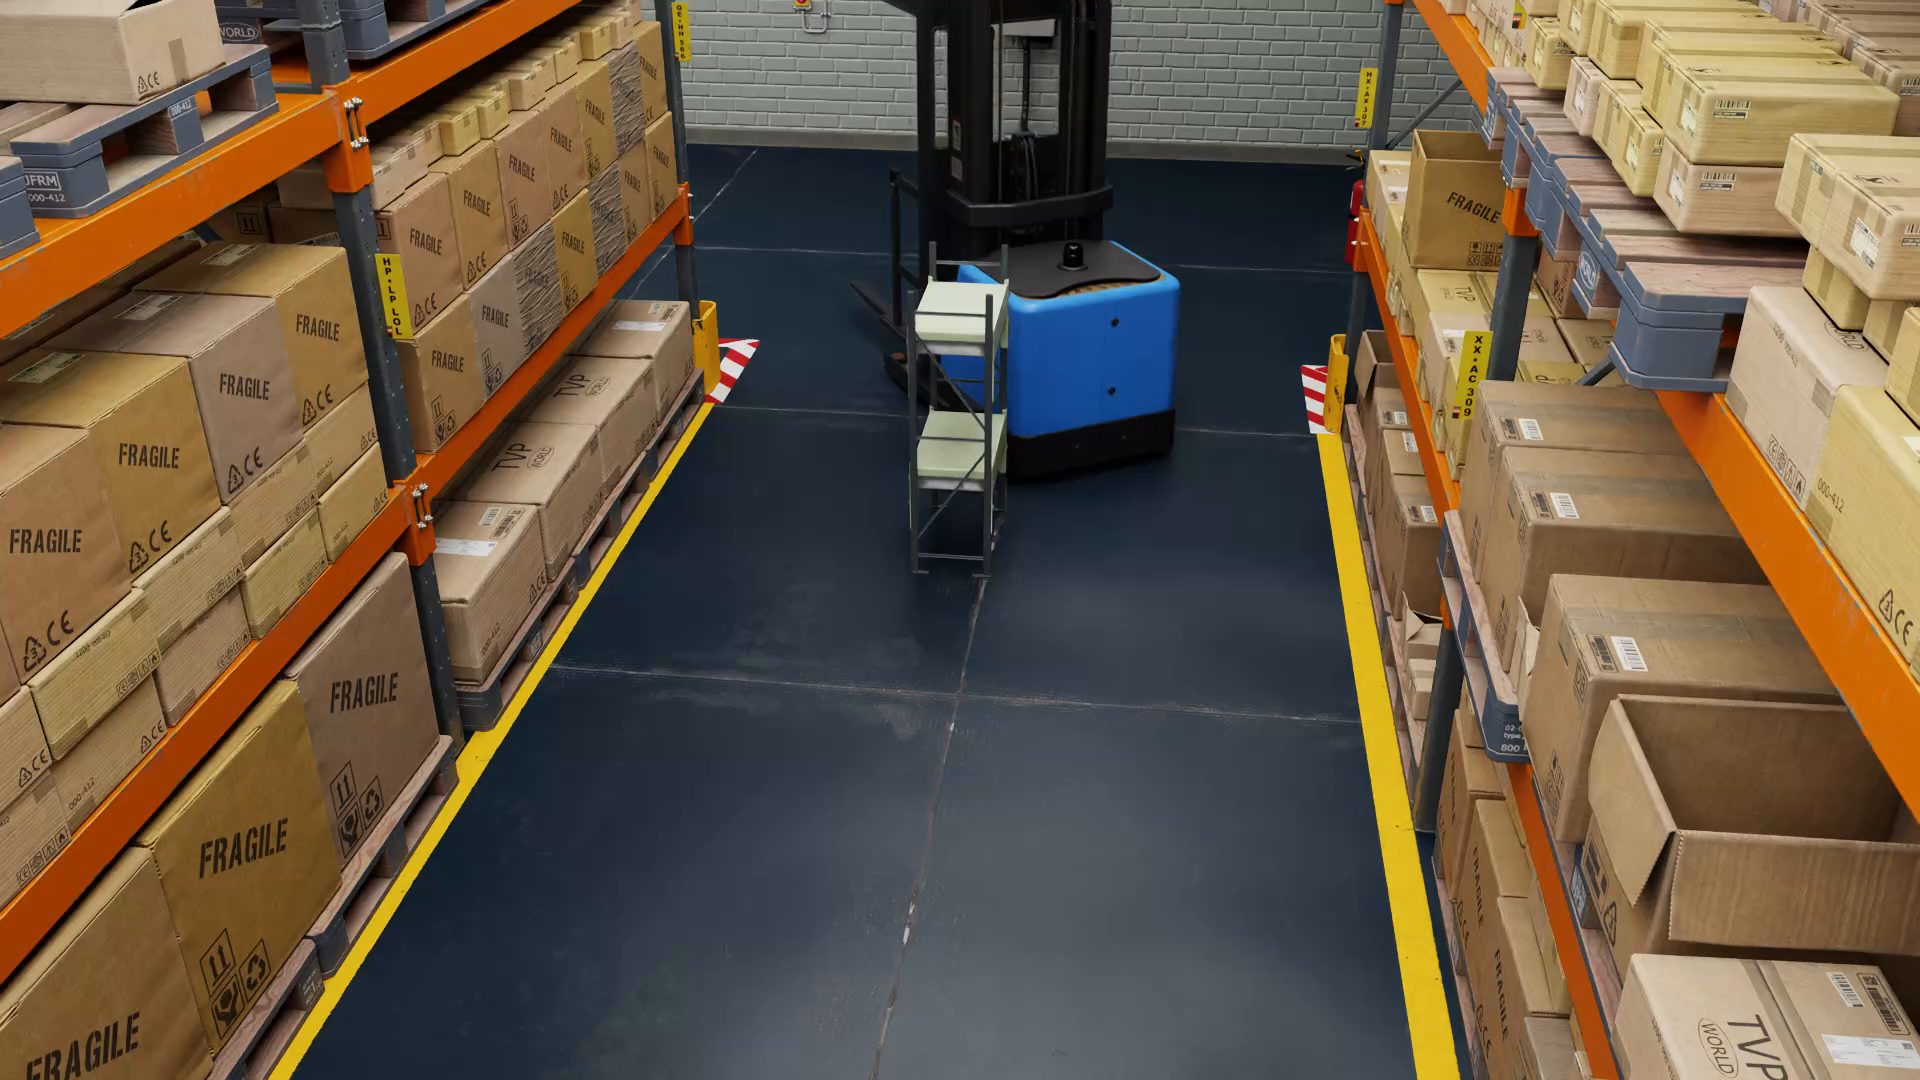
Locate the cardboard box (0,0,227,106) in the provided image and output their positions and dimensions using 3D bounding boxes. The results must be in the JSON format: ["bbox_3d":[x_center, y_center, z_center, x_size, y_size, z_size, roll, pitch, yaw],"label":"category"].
[{"bbox_3d":[-2.520,-1.483,4.829,0.500,0.311,0.500,3,28,6],"label":"cardboard box"}]

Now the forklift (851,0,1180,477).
[{"bbox_3d":[0.166,-2.319,9.963,1.130,2.935,3.031,-12,31,-21],"label":"forklift"}]

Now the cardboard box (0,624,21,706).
[{"bbox_3d":[-2.677,0.260,3.945,0.500,0.500,0.500,4,29,8],"label":"cardboard box"}]

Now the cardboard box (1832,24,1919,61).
[{"bbox_3d":[2.255,-1.094,3.859,0.380,0.149,0.250,3,28,5],"label":"cardboard box"}]

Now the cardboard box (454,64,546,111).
[{"bbox_3d":[-2.119,-2.063,7.574,0.380,0.149,0.250,3,29,6],"label":"cardboard box"}]

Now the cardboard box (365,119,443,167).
[{"bbox_3d":[-2.319,-1.592,6.699,0.380,0.149,0.250,3,28,6],"label":"cardboard box"}]

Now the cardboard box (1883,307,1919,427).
[{"bbox_3d":[1.717,-0.248,2.623,0.380,0.149,0.250,3,28,6],"label":"cardboard box"}]

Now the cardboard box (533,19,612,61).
[{"bbox_3d":[-2.003,-2.553,8.482,0.380,0.149,0.250,4,29,7],"label":"cardboard box"}]

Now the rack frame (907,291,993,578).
[{"bbox_3d":[-0.046,-0.485,8.069,0.400,1.500,0.023,3,28,6],"label":"rack frame"}]

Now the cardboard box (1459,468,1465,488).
[{"bbox_3d":[2.095,-0.212,6.245,0.380,0.149,0.250,4,29,7],"label":"cardboard box"}]

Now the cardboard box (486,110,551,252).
[{"bbox_3d":[-2.180,-1.616,7.428,0.500,0.500,0.500,4,29,7],"label":"cardboard box"}]

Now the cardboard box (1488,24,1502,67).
[{"bbox_3d":[2.132,-1.795,6.021,0.380,0.149,0.250,4,29,8],"label":"cardboard box"}]

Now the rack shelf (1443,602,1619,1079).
[{"bbox_3d":[2.061,1.101,4.303,1.077,0.370,4.000,3,28,6],"label":"rack shelf"}]

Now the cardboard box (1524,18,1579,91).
[{"bbox_3d":[1.809,-1.359,4.664,0.380,0.149,0.250,4,29,7],"label":"cardboard box"}]

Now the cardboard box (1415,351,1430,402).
[{"bbox_3d":[2.175,-0.703,7.157,0.380,0.149,0.250,3,28,5],"label":"cardboard box"}]

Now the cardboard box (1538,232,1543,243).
[{"bbox_3d":[2.874,-1.398,8.027,0.500,0.250,0.500,4,29,8],"label":"cardboard box"}]

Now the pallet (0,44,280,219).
[{"bbox_3d":[-2.684,-1.246,4.939,0.805,0.209,1.217,2,28,4],"label":"pallet"}]

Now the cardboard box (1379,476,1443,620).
[{"bbox_3d":[2.357,0.046,7.694,0.700,0.500,0.500,2,28,4],"label":"cardboard box"}]

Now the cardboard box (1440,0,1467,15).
[{"bbox_3d":[2.217,-2.280,6.922,0.380,0.149,0.250,4,29,7],"label":"cardboard box"}]

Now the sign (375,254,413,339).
[{"bbox_3d":[-2.081,-0.892,6.106,0.100,0.325,0.005,3,28,6],"label":"sign"}]

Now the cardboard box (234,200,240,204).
[{"bbox_3d":[-2.899,-1.377,6.301,0.380,0.149,0.250,3,28,5],"label":"cardboard box"}]

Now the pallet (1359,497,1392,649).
[{"bbox_3d":[2.538,0.171,8.210,1.003,0.211,1.213,3,28,6],"label":"pallet"}]

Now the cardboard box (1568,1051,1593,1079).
[{"bbox_3d":[1.816,1.486,4.339,0.380,0.149,0.250,2,28,4],"label":"cardboard box"}]

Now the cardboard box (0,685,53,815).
[{"bbox_3d":[-2.666,0.583,4.136,0.500,0.250,0.500,3,28,6],"label":"cardboard box"}]

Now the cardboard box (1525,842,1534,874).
[{"bbox_3d":[2.001,1.012,5.218,0.380,0.149,0.250,3,28,5],"label":"cardboard box"}]

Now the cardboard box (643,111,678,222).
[{"bbox_3d":[-1.927,-2.129,9.433,0.500,0.500,0.500,4,29,6],"label":"cardboard box"}]

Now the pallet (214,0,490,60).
[{"bbox_3d":[-2.510,-2.110,6.435,1.003,0.211,1.213,3,28,6],"label":"pallet"}]

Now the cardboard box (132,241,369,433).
[{"bbox_3d":[-2.426,-0.703,5.734,0.500,0.500,0.500,4,29,8],"label":"cardboard box"}]

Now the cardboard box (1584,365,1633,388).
[{"bbox_3d":[2.635,-0.440,6.248,0.500,0.250,0.500,3,28,6],"label":"cardboard box"}]

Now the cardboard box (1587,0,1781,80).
[{"bbox_3d":[1.794,-1.243,4.135,0.380,0.149,0.250,3,28,5],"label":"cardboard box"}]

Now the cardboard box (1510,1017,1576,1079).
[{"bbox_3d":[1.833,1.702,4.620,0.500,0.500,0.500,2,28,4],"label":"cardboard box"}]

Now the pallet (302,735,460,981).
[{"bbox_3d":[-2.640,1.151,6.391,1.003,0.211,1.213,3,28,6],"label":"pallet"}]

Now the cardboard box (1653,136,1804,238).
[{"bbox_3d":[1.712,-0.754,3.541,0.380,0.149,0.250,4,29,7],"label":"cardboard box"}]

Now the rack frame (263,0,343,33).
[{"bbox_3d":[-2.620,-3.085,4.989,1.000,3.000,0.127,3,28,6],"label":"rack frame"}]

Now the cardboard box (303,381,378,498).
[{"bbox_3d":[-2.433,-0.377,5.917,0.500,0.250,0.500,3,28,6],"label":"cardboard box"}]

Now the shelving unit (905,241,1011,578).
[{"bbox_3d":[-0.001,-0.657,8.388,0.431,1.500,0.755,3,28,6],"label":"shelving unit"}]

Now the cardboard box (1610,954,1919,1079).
[{"bbox_3d":[1.624,1.091,3.277,0.500,0.250,0.500,2,28,4],"label":"cardboard box"}]

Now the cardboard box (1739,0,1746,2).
[{"bbox_3d":[2.385,-1.579,4.759,0.380,0.149,0.250,3,28,5],"label":"cardboard box"}]

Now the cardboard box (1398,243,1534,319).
[{"bbox_3d":[2.312,-1.189,7.639,0.500,0.250,0.500,3,28,5],"label":"cardboard box"}]

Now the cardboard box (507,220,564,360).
[{"bbox_3d":[-2.170,-1.164,7.643,0.500,0.500,0.500,4,29,7],"label":"cardboard box"}]

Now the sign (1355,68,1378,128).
[{"bbox_3d":[2.258,-2.453,9.228,0.100,0.325,0.005,3,28,6],"label":"sign"}]

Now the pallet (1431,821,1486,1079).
[{"bbox_3d":[2.244,1.455,5.826,1.003,0.211,1.213,3,28,6],"label":"pallet"}]

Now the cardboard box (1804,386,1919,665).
[{"bbox_3d":[1.699,-0.021,2.623,0.500,0.250,0.500,3,29,6],"label":"cardboard box"}]

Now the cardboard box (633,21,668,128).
[{"bbox_3d":[-1.953,-2.570,9.199,0.500,0.500,0.500,4,29,8],"label":"cardboard box"}]

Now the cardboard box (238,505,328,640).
[{"bbox_3d":[-2.489,0.087,5.583,0.500,0.250,0.500,3,28,5],"label":"cardboard box"}]

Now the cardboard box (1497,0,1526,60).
[{"bbox_3d":[2.117,-1.785,5.582,0.500,0.250,0.500,3,29,6],"label":"cardboard box"}]

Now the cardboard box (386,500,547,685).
[{"bbox_3d":[-2.437,0.210,7.457,0.875,0.438,0.875,3,28,5],"label":"cardboard box"}]

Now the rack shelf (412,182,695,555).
[{"bbox_3d":[-2.375,-1.069,8.330,1.077,0.370,4.000,3,28,6],"label":"rack shelf"}]

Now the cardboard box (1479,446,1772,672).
[{"bbox_3d":[1.962,0.072,4.905,0.700,0.500,0.500,4,29,7],"label":"cardboard box"}]
